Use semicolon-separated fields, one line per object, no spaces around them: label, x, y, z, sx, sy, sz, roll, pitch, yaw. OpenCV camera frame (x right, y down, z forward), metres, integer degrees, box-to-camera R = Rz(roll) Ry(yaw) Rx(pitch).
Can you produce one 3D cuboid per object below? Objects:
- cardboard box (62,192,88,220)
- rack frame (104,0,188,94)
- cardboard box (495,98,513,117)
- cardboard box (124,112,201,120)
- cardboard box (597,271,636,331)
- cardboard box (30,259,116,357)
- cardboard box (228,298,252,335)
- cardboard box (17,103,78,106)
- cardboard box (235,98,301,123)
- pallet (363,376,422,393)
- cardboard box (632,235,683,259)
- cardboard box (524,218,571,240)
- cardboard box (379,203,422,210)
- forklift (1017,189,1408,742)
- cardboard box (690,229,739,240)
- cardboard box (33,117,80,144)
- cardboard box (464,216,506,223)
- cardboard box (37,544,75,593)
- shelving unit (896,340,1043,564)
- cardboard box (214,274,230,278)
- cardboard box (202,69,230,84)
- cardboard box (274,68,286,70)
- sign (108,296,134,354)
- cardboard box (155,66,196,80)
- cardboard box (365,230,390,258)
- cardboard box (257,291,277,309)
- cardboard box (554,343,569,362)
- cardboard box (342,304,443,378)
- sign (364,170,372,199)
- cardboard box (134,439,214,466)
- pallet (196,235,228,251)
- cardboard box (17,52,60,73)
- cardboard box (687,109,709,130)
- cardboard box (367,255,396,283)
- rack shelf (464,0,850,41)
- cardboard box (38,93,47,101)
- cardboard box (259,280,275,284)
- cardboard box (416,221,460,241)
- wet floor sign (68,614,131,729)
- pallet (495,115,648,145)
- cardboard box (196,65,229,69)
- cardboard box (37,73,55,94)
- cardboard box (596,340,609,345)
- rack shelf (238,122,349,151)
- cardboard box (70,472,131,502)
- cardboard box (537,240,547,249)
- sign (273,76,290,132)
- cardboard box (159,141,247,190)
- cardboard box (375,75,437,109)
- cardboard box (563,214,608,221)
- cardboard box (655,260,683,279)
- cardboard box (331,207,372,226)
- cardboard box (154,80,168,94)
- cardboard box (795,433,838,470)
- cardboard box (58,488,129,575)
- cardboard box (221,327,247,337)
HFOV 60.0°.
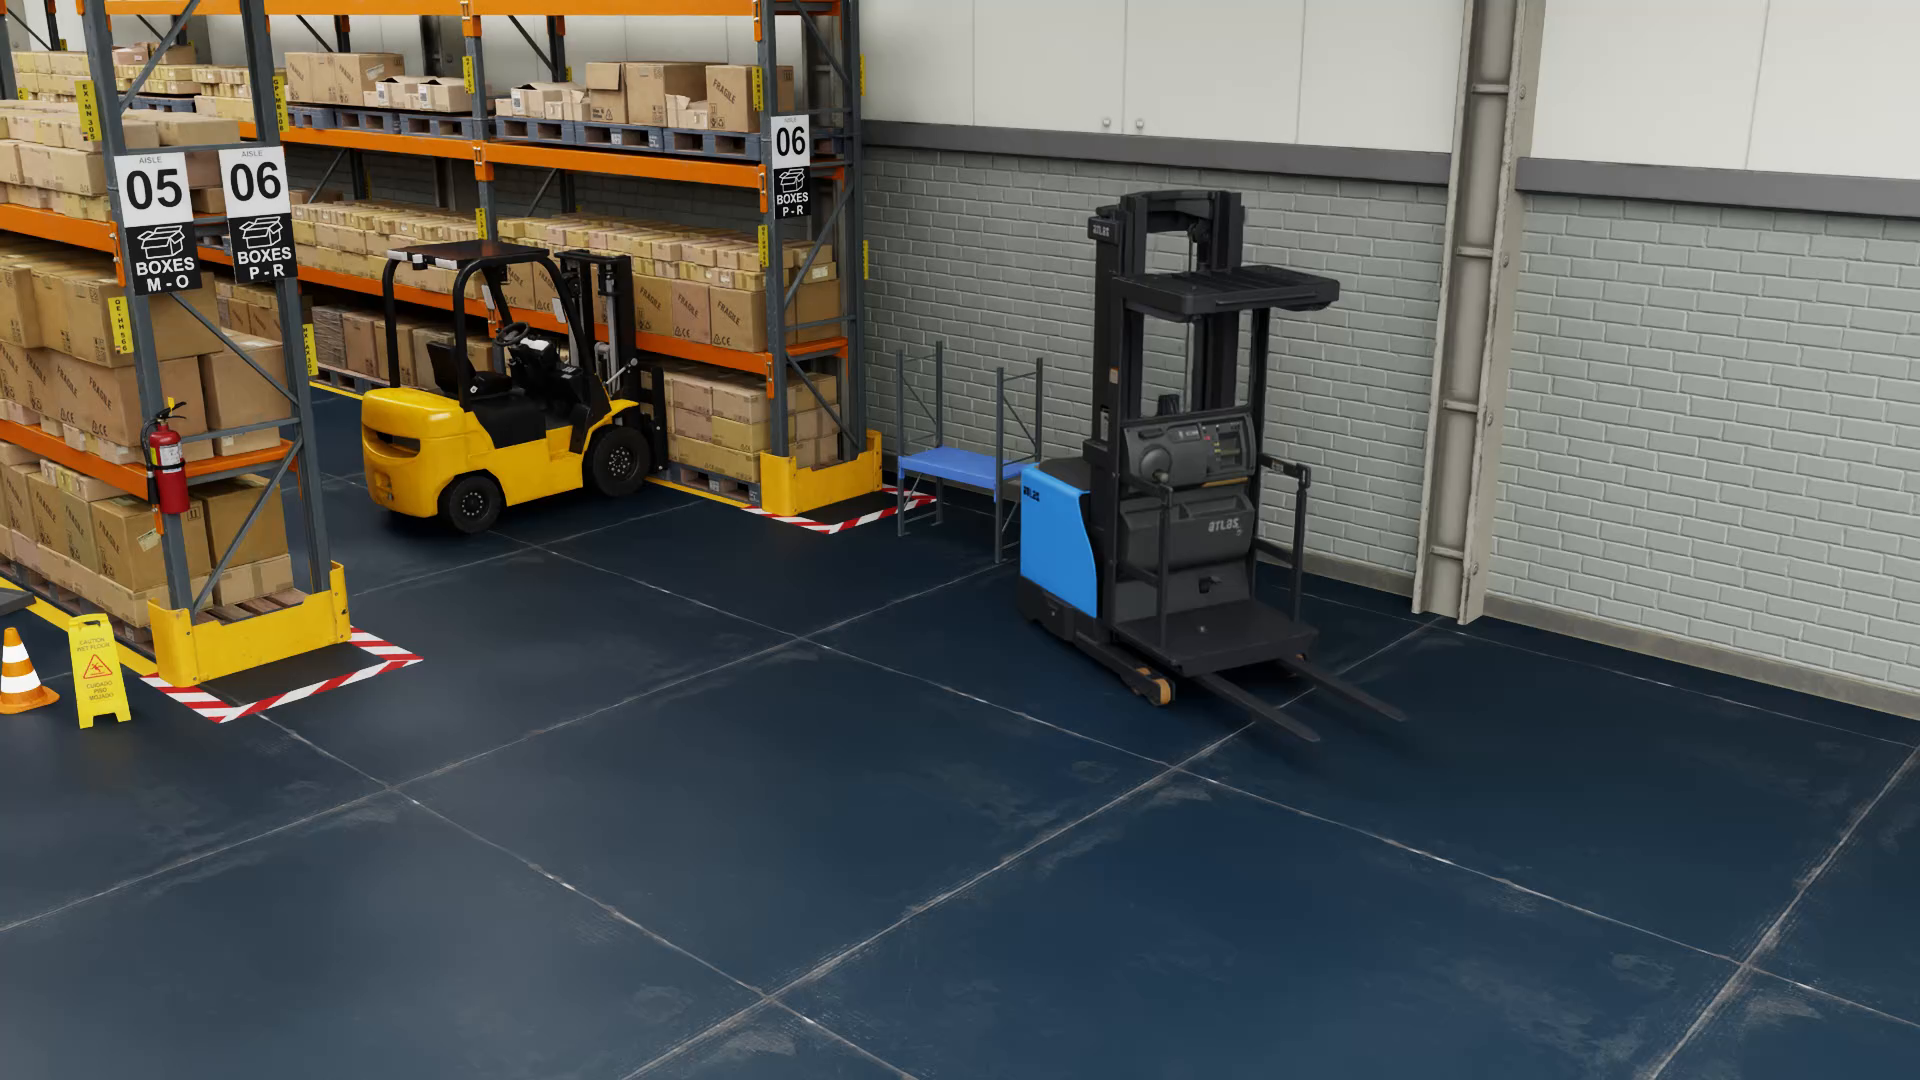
cardboard box;-5.138;-2.024;9.987;0.250;0.149;0.380;15;23;40
rack frame;-10.161;-7.056;20.468;0.127;3.000;1.000;15;23;39
cardboard box;-4.043;-3.989;15.319;0.250;0.149;0.380;16;23;40
cardboard box;-5.091;-2.649;10.638;0.250;0.149;0.380;15;23;39
cardboard box;-2.877;-2.181;14.861;0.500;0.500;0.500;15;23;40
cardboard box;-5.378;-1.486;10.524;0.500;0.500;0.700;15;23;40
cardboard box;-8.389;-2.645;19.926;0.500;0.500;0.500;16;24;42
cardboard box;-6.426;-3.012;11.783;0.250;0.149;0.380;16;24;41
cardboard box;-7.714;-4.799;18.565;0.500;0.250;0.500;14;22;37
pallet;-5.671;-1.645;17.946;1.213;0.211;1.003;15;23;39
cardboard box;-2.615;-2.543;14.437;0.250;0.149;0.380;16;23;40
cardboard box;-3.869;-2.929;15.654;0.250;0.149;0.380;15;23;40
cardboard box;-6.139;-3.604;18.271;0.250;0.149;0.380;14;23;38
forklift;1.512;-0.553;10.010;1.130;2.935;3.031;-9;20;-26
cardboard box;-2.195;-2.686;14.888;0.250;0.149;0.380;14;23;38
cardboard box;-5.453;-2.524;10.245;0.250;0.149;0.380;15;23;40
cardboard box;-4.855;-3.229;17.088;0.250;0.149;0.380;15;23;39
cardboard box;-6.038;0.136;11.574;0.500;0.250;0.500;14;22;37
shelving unit;0.064;-0.698;12.831;1.048;1.500;0.538;15;23;39
cardboard box;-9.235;-3.184;20.552;0.250;0.149;0.380;15;23;39
cardboard box;-8.403;-5.296;18.978;0.250;0.149;0.380;14;23;38
cardboard box;-7.849;-5.369;19.210;0.250;0.149;0.380;16;24;41
sign;-4.861;-1.244;9.636;0.005;0.325;0.100;15;23;39
cardboard box;-9.219;-5.493;19.568;0.250;0.149;0.380;15;23;40
cardboard box;-5.847;-3.109;17.370;0.500;0.250;0.500;15;23;40
cardboard box;-7.931;-2.801;19.343;0.250;0.149;0.380;14;22;36
cardboard box;-3.648;-1.683;15.654;0.500;0.250;0.500;15;23;39
cardboard box;-6.218;-2.204;18.328;0.625;0.625;0.875;16;24;41
sign;-6.803;-4.071;19.067;0.005;0.325;0.100;15;23;39
cardboard box;-4.899;-0.570;10.364;0.250;0.149;0.380;16;24;41
pallet;-8.627;-3.691;20.100;1.213;0.211;1.003;15;23;39
cardboard box;-12.235;-6.388;22.251;0.500;0.250;0.500;15;23;38
cardboard box;-2.007;-3.442;13.596;0.250;0.149;0.380;14;22;38
cardboard box;-5.850;-2.869;17.440;0.500;0.250;0.500;16;24;41
rack shelf;-2.682;-4.514;14.310;4.000;0.370;1.077;15;23;39
cardboard box;-11.986;-5.863;22.083;0.250;0.149;0.380;15;23;39
cardboard box;-8.355;-3.134;20.393;0.250;0.149;0.380;15;23;40
cardboard box;-5.218;-3.097;16.673;0.250;0.149;0.380;14;22;38
wet floor sign;-5.046;0.739;9.715;0.267;0.644;0.232;-9;20;-27
pallet;-3.522;-3.812;15.352;1.213;0.211;1.003;15;23;39
cardboard box;-8.927;-5.591;19.875;0.250;0.149;0.380;15;23;40
cardboard box;-11.832;-6.047;22.004;0.500;0.250;0.500;15;23;38
cardboard box;-3.292;-1.803;16.032;0.500;0.250;0.500;15;23;38
rack shelf;-8.665;-4.881;19.765;4.000;0.370;1.077;15;23;39
cardboard box;-5.569;-0.380;10.888;0.250;0.149;0.380;16;24;41
cardboard box;-3.706;-2.726;15.504;0.250;0.149;0.380;15;23;39
sign;-4.118;-2.632;10.043;0.005;0.325;0.100;15;23;39
cardboard box;-4.677;-2.324;10.274;0.500;0.250;0.500;15;23;38
cardboard box;-5.455;-4.469;16.565;0.500;0.311;0.500;14;22;37
cardboard box;-3.578;-3.033;15.981;0.250;0.149;0.380;14;23;38
cardboard box;-2.404;-2.356;14.338;0.250;0.149;0.380;14;22;38
cardboard box;-6.513;-3.471;17.851;0.250;0.149;0.380;15;23;40
cardboard box;-9.252;-5.346;19.596;0.250;0.149;0.380;16;23;41
cardboard box;-1.423;-0.819;14.586;0.500;0.250;0.500;15;23;39
cardboard box;-5.643;-0.116;11.130;0.500;0.500;0.500;16;24;41
cardboard box;-5.037;-1.114;11.005;0.500;0.500;0.500;16;24;41
